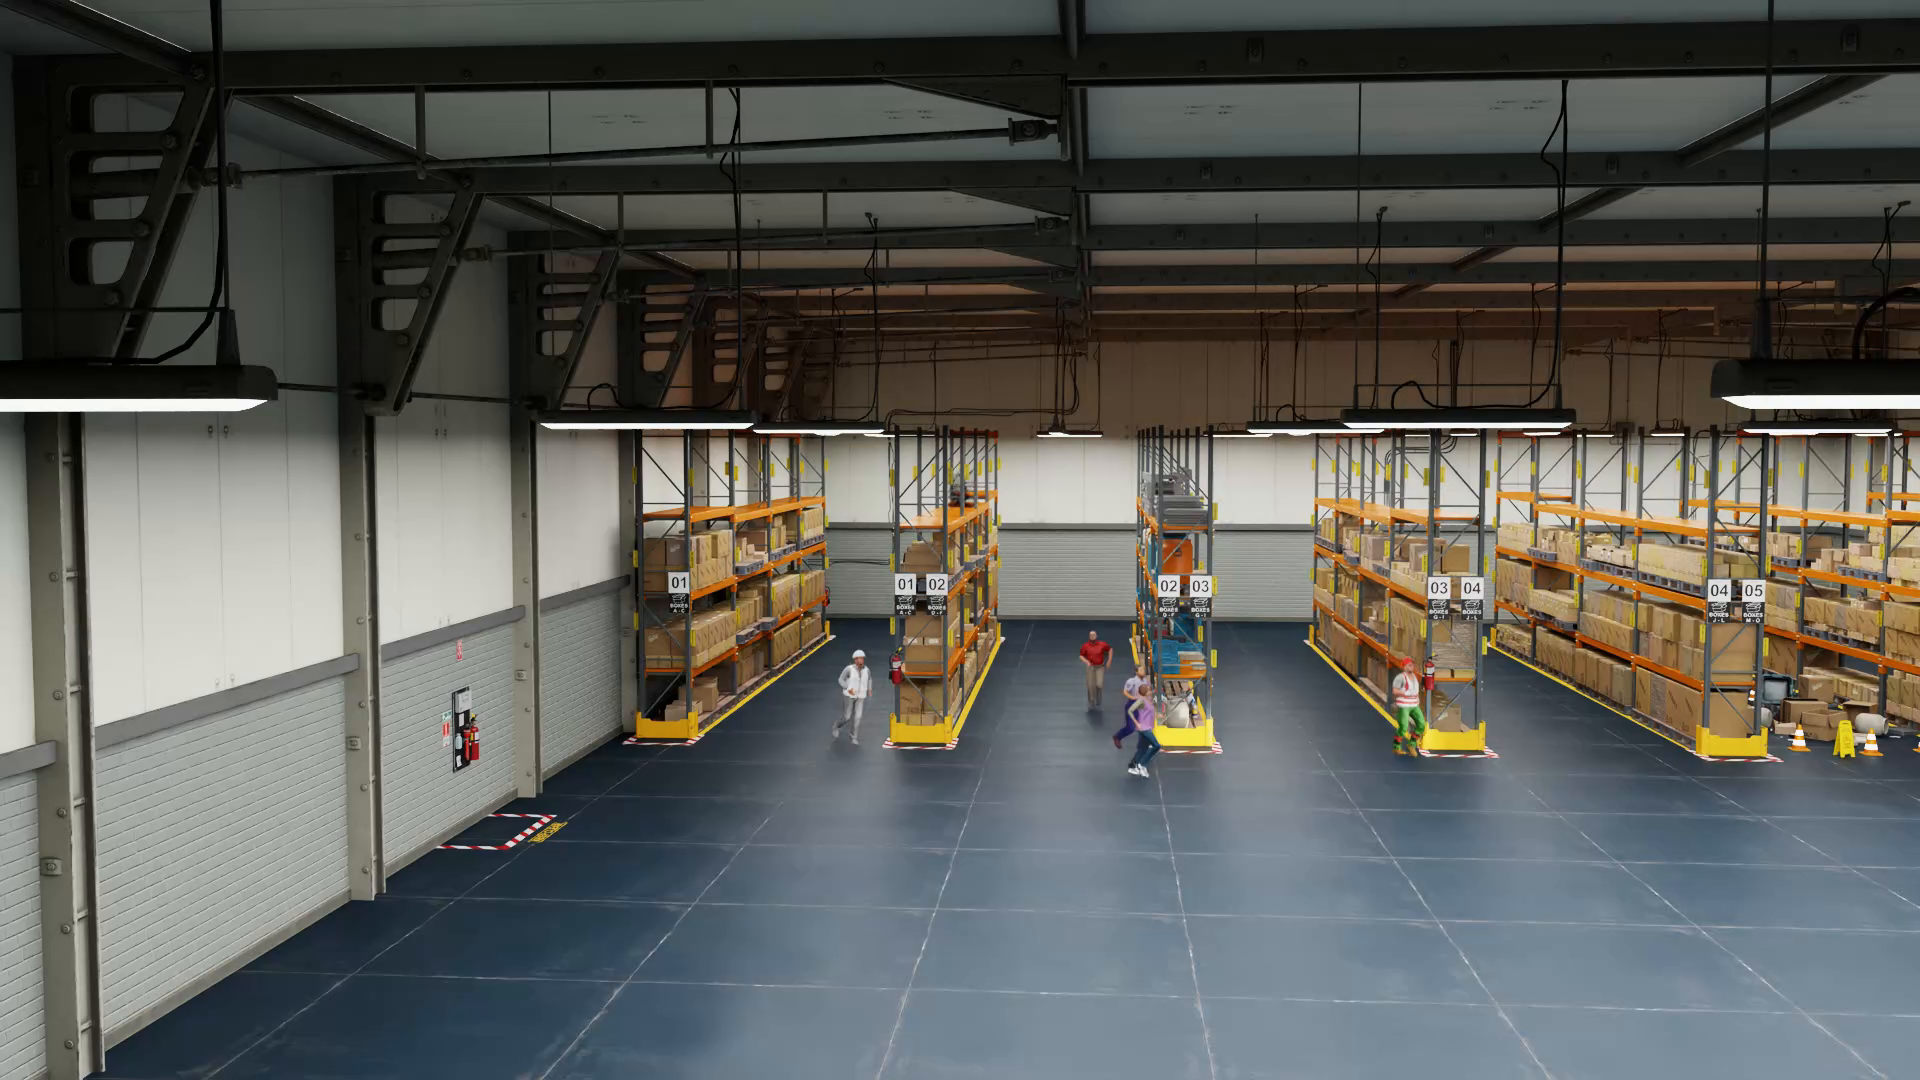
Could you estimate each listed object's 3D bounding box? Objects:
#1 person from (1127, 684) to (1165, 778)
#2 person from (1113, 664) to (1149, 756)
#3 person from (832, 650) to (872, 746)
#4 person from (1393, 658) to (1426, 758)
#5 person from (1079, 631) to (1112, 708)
[{"bbox_3d":[3.151,3.225,28.167,0.656,1.586,0.506,1,4,20],"label":"person"},{"bbox_3d":[3.221,3.087,30.376,0.628,1.641,0.840,-2,4,-34],"label":"person"},{"bbox_3d":[-1.970,2.959,31.498,0.734,1.752,0.823,-2,4,-27],"label":"person"},{"bbox_3d":[8.109,3.035,30.016,0.657,1.813,0.644,-2,4,-26],"label":"person"},{"bbox_3d":[2.869,2.755,35.225,0.687,1.681,0.769,1,3,9],"label":"person"}]
